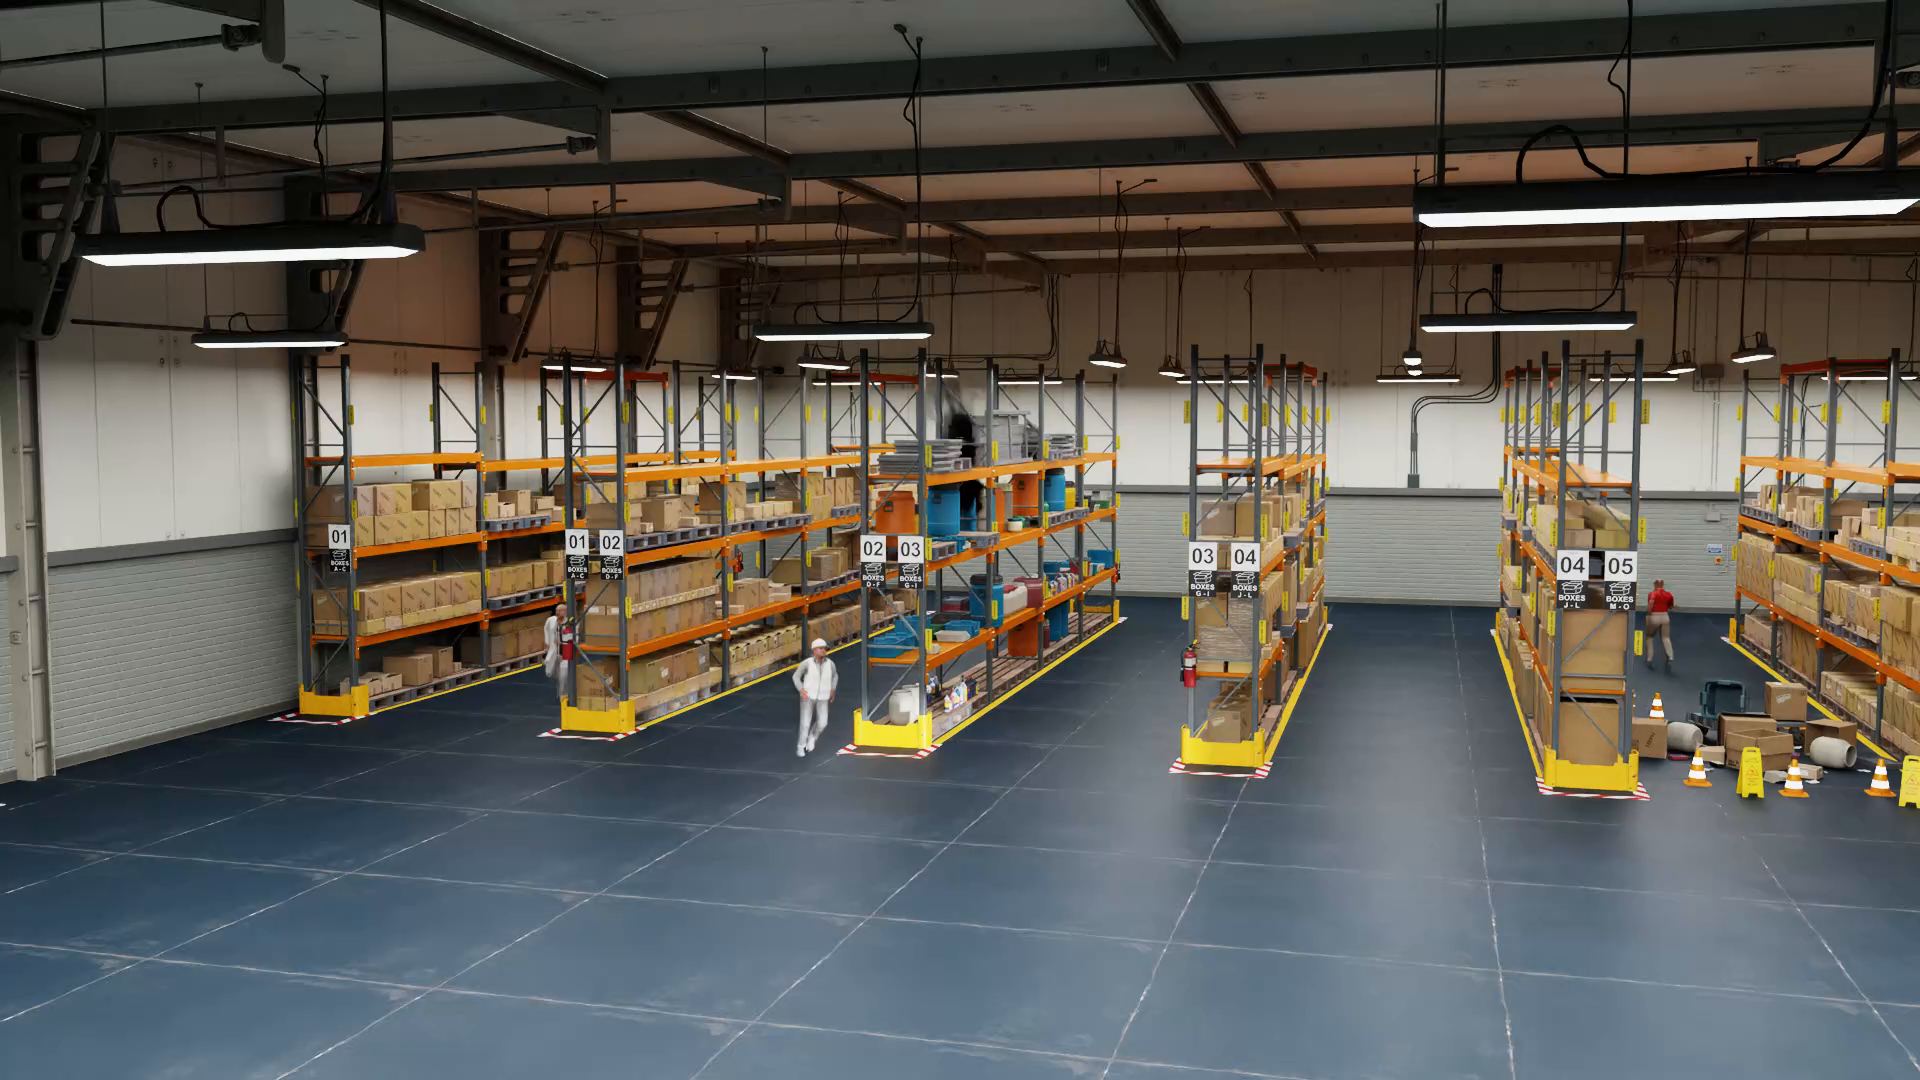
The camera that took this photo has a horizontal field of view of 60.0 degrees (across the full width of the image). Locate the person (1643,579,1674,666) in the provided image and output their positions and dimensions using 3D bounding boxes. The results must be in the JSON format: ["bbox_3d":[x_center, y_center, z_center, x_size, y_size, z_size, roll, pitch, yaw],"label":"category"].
[{"bbox_3d":[13.878,1.654,32.986,0.633,1.768,0.915,0,4,-1],"label":"person"}]

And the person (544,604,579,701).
[{"bbox_3d":[-6.957,1.965,28.891,0.698,1.712,0.714,1,4,7],"label":"person"}]

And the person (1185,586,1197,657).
[{"bbox_3d":[4.966,1.511,34.515,0.681,1.793,0.990,1,4,16],"label":"person"}]

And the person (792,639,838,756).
[{"bbox_3d":[-2.097,2.315,24.471,0.715,1.719,0.531,-1,4,-17],"label":"person"}]
